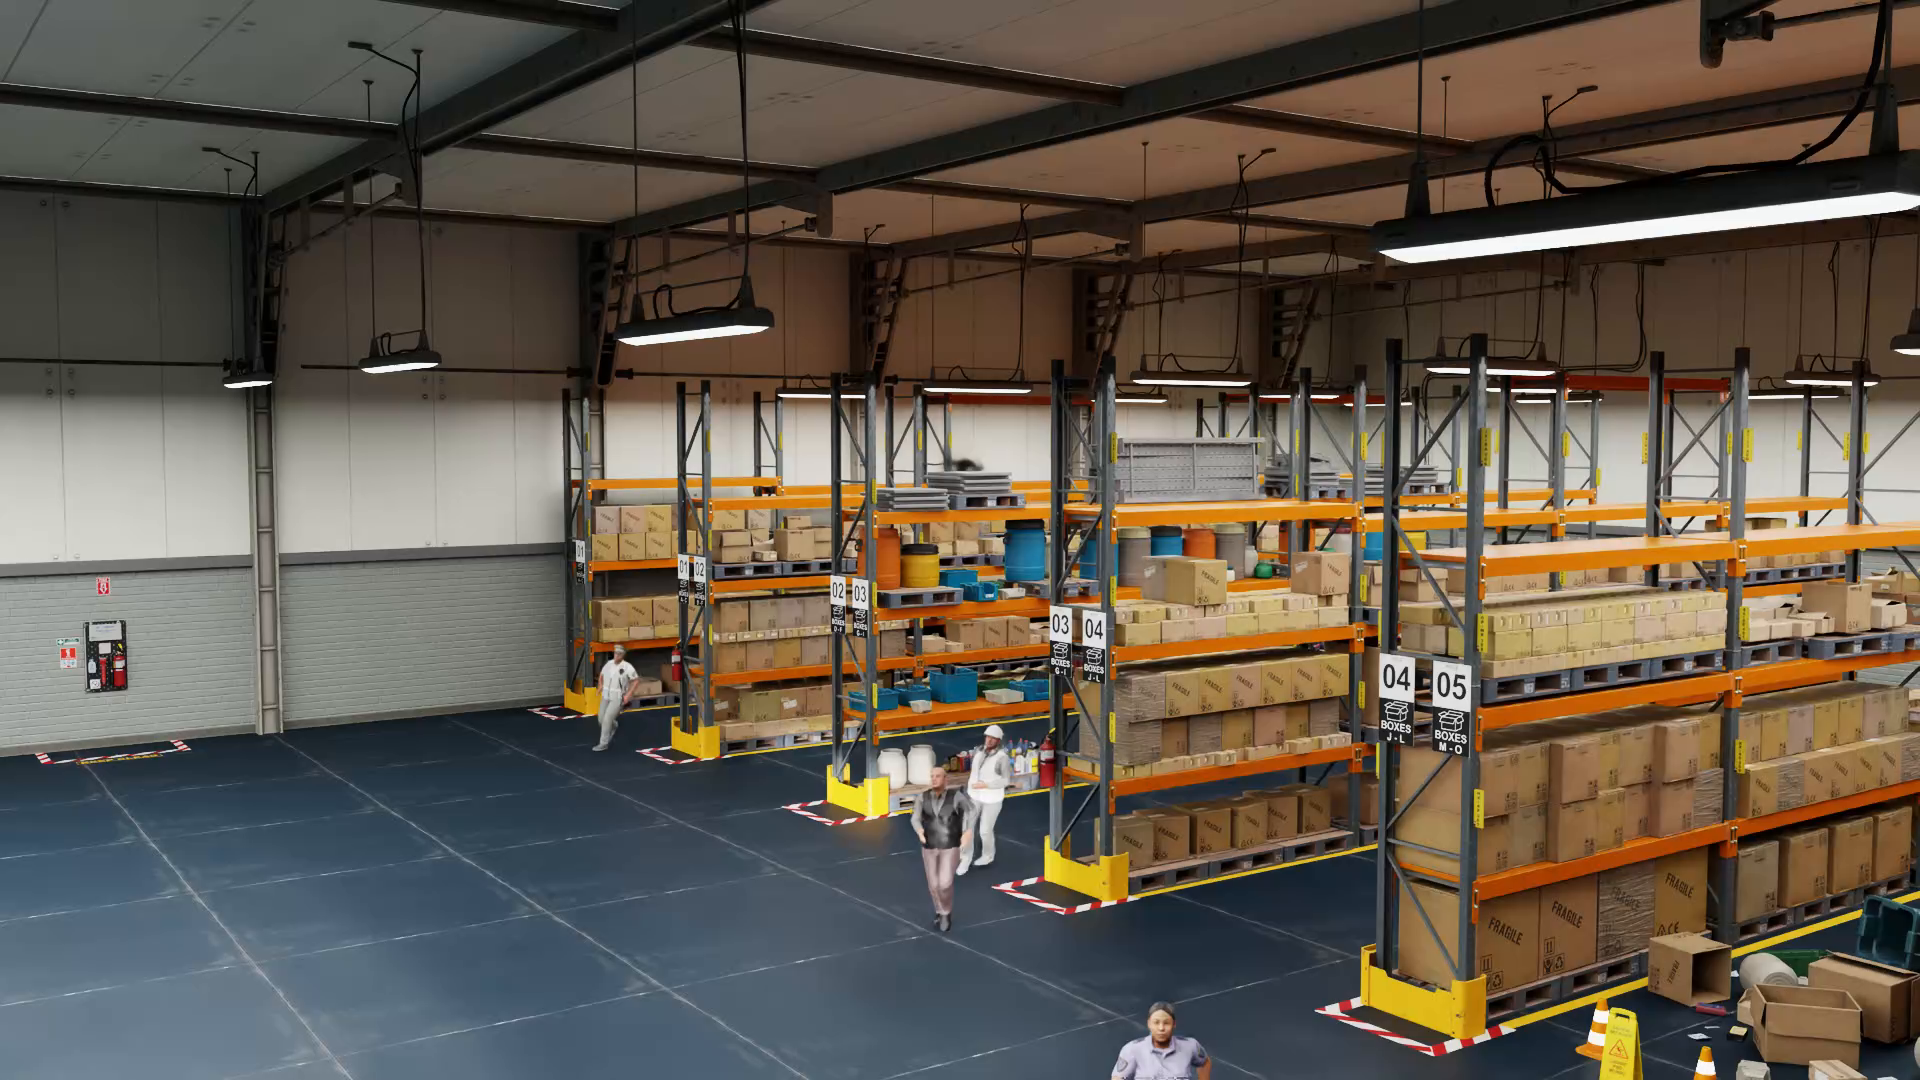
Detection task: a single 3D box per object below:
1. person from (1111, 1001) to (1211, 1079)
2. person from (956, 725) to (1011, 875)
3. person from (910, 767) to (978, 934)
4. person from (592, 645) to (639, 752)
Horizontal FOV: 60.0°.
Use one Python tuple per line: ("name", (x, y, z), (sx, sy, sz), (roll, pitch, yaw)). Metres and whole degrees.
("person", (1.239, 3.665, 10.289), (0.624, 1.677, 0.874), (0, 4, 7))
("person", (0.324, 3.051, 19.525), (0.651, 1.801, 0.681), (2, 4, 28))
("person", (-0.196, 3.216, 17.269), (0.667, 1.700, 0.674), (1, 4, 15))
("person", (-5.620, 2.561, 27.199), (0.715, 1.723, 0.765), (1, 4, 19))
